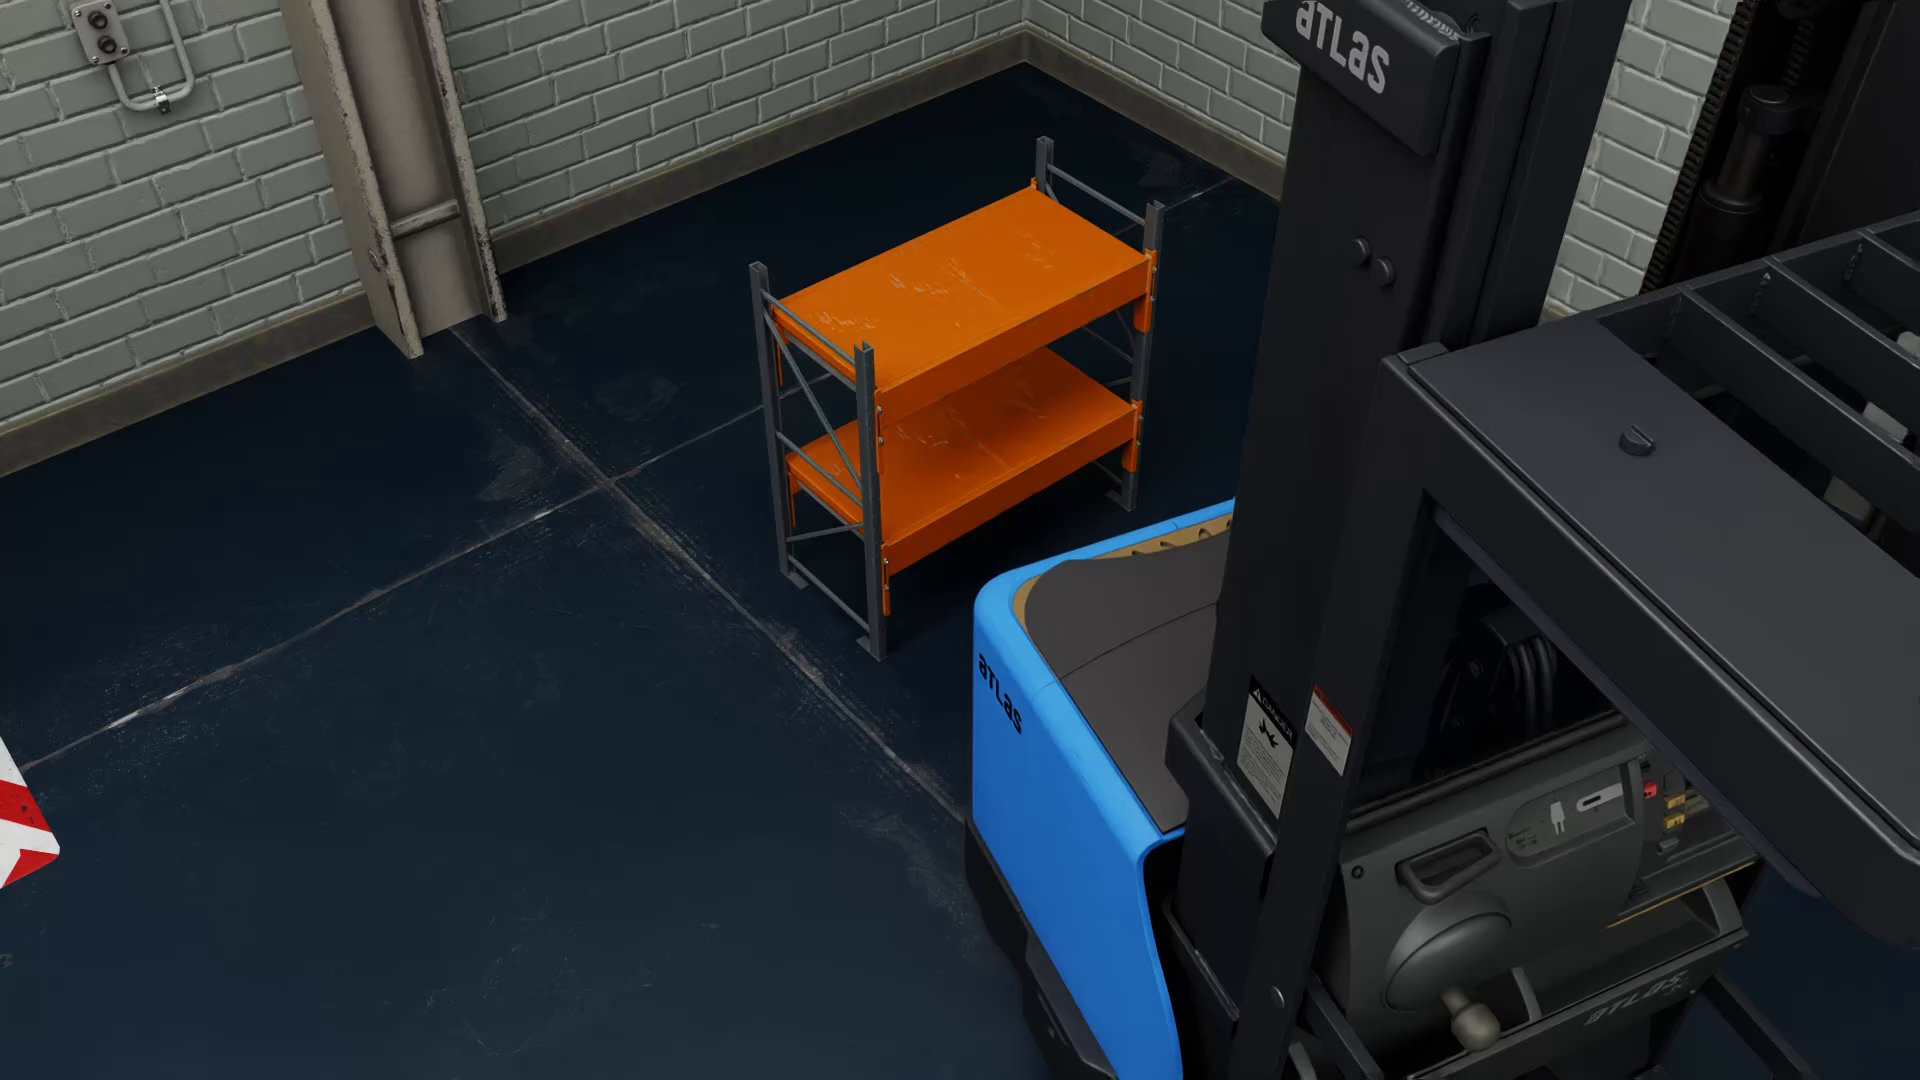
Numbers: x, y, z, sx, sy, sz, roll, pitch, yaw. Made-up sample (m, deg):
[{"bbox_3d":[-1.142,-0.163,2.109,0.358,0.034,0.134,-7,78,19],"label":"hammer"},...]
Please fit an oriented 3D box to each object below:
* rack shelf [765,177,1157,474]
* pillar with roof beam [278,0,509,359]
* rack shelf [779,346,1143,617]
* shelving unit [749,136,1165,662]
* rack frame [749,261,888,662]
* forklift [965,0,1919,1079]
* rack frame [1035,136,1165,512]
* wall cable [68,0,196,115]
[{"bbox_3d":[0.005,-0.626,4.668,1.000,0.278,0.538,-30,51,-28],"label":"rack shelf"},{"bbox_3d":[0.853,-1.832,0.628,0.400,9.000,9.100,-30,51,-28],"label":"pillar with roof beam"},{"bbox_3d":[0.005,-0.235,5.035,1.000,0.278,0.538,-30,51,-28],"label":"rack shelf"},{"bbox_3d":[0.005,-0.413,4.868,1.048,1.125,0.538,-30,51,-28],"label":"shelving unit"},{"bbox_3d":[-0.385,-0.190,4.630,0.032,1.125,0.500,-30,51,-28],"label":"rack frame"},{"bbox_3d":[1.083,0.585,2.486,1.130,2.935,3.031,-17,46,-18],"label":"forklift"},{"bbox_3d":[0.395,-0.636,5.106,0.032,1.125,0.500,-30,51,-28],"label":"rack frame"},{"bbox_3d":[-3.050,-1.696,4.122,1.851,1.984,0.084,-30,51,-28],"label":"wall cable"}]
